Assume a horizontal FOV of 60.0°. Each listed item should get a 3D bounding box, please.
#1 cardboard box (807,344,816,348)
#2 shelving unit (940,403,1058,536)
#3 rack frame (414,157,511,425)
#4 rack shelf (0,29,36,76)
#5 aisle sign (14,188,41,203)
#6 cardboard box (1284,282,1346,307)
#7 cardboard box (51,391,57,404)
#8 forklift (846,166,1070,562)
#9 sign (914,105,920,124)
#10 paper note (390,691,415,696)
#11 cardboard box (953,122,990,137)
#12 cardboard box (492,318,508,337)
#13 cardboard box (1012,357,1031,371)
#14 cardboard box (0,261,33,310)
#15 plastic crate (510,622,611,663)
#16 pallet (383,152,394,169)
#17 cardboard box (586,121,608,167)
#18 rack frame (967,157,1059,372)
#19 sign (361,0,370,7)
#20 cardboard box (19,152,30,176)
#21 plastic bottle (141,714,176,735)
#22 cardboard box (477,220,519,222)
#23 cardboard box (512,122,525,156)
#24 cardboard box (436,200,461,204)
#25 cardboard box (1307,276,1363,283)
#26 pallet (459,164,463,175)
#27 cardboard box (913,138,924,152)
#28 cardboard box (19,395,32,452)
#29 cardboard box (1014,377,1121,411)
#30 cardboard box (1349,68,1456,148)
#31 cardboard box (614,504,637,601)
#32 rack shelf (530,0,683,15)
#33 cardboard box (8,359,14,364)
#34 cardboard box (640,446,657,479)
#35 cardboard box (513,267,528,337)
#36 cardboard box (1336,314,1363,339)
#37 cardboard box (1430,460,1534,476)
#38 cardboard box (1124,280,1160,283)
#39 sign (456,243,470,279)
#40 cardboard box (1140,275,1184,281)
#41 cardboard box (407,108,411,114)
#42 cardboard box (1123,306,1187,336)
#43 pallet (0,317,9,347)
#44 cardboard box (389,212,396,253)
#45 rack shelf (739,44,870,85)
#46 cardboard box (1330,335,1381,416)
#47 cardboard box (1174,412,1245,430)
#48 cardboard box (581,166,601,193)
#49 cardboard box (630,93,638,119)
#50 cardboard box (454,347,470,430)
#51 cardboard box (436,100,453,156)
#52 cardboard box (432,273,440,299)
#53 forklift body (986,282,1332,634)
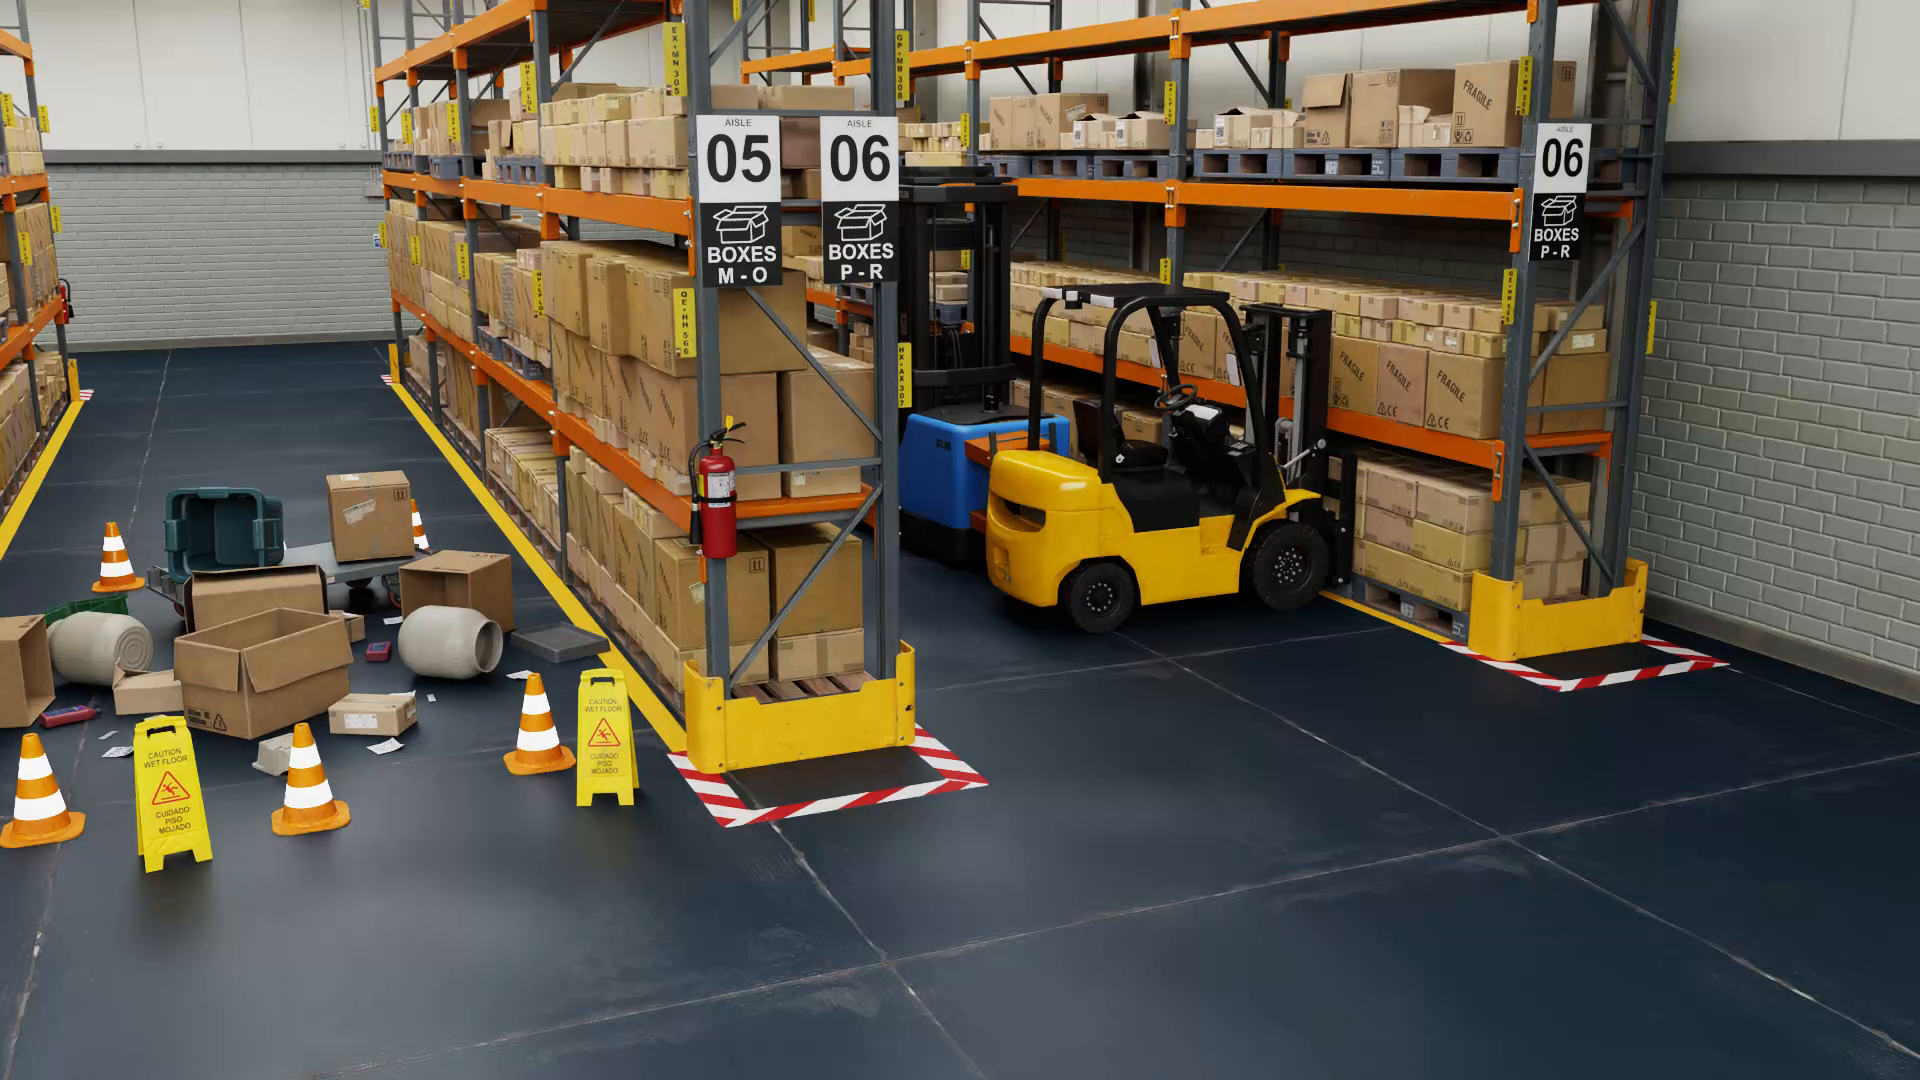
[{"bbox_3d":[-1.141,-0.887,9.669,0.500,0.500,0.500,-6,14,-24],"label":"cardboard box"},{"bbox_3d":[0.303,-0.363,12.358,0.538,1.125,1.048,-9,16,-19],"label":"shelving unit"},{"bbox_3d":[-5.597,-2.838,18.980,1.000,3.000,0.127,-6,14,-23],"label":"rack frame"},{"bbox_3d":[-10.893,-5.354,18.148,1.077,0.370,4.000,-6,14,-23],"label":"rack shelf"},{"bbox_3d":[-11.448,-4.505,20.417,0.394,0.787,0.004,-6,14,-23],"label":"aisle sign"},{"bbox_3d":[2.599,-1.792,12.141,0.380,0.149,0.250,-6,14,-23],"label":"cardboard box"},{"bbox_3d":[-10.708,-1.661,19.284,0.380,0.149,0.250,-5,14,-22],"label":"cardboard box"},{"bbox_3d":[-0.309,-1.551,13.572,1.130,2.935,3.031,-7,15,-29],"label":"forklift"},{"bbox_3d":[-0.543,-5.243,20.699,0.100,0.325,0.005,-6,14,-23],"label":"sign"},{"bbox_3d":[-3.195,0.889,9.487,0.148,0.019,0.142,-1,13,-4],"label":"paper note"},{"bbox_3d":[0.143,-4.232,17.141,0.380,0.149,0.250,-5,14,-21],"label":"cardboard box"},{"bbox_3d":[-3.793,-1.829,14.246,0.380,0.149,0.250,-6,14,-23],"label":"cardboard box"},{"bbox_3d":[0.629,-1.899,18.098,0.380,0.149,0.250,-5,14,-20],"label":"cardboard box"},{"bbox_3d":[-10.059,-2.689,17.453,0.500,0.500,0.500,-6,14,-24],"label":"cardboard box"},{"bbox_3d":[-2.514,0.636,10.446,0.402,0.080,0.583,-12,18,-42],"label":"plastic crate"},{"bbox_3d":[-6.892,-4.930,21.564,1.003,0.211,1.213,-6,14,-23],"label":"pallet"},{"bbox_3d":[-1.859,-2.288,9.625,0.500,0.250,0.500,-5,14,-22],"label":"cardboard box"},{"bbox_3d":[0.552,-2.461,17.349,1.000,3.000,0.127,-6,14,-23],"label":"rack frame"},{"bbox_3d":[-7.710,-7.071,21.540,0.100,0.325,0.005,-6,14,-23],"label":"sign"},{"bbox_3d":[-10.435,-4.090,18.069,0.500,0.250,0.500,-5,14,-21],"label":"cardboard box"},{"bbox_3d":[-4.314,0.994,8.941,0.133,0.061,0.283,-12,18,-42],"label":"plastic bottle"},{"bbox_3d":[-5.188,-3.304,18.555,0.500,0.500,0.500,-5,14,-21],"label":"cardboard box"},{"bbox_3d":[-3.160,-3.096,12.844,0.500,0.250,0.500,-5,14,-22],"label":"cardboard box"},{"bbox_3d":[-6.464,-4.248,21.194,0.380,0.149,0.250,-6,14,-23],"label":"cardboard box"},{"bbox_3d":[2.898,-1.950,12.823,0.380,0.149,0.250,-6,14,-24],"label":"cardboard box"},{"bbox_3d":[-5.184,-4.021,17.864,0.805,0.209,1.217,-6,14,-25],"label":"pallet"},{"bbox_3d":[-0.302,-4.363,18.364,0.380,0.149,0.250,-5,14,-21],"label":"cardboard box"},{"bbox_3d":[-9.359,-1.121,16.172,0.500,0.500,0.500,-6,14,-24],"label":"cardboard box"},{"bbox_3d":[1.058,-1.244,16.427,0.875,0.625,0.625,-5,14,-21],"label":"cardboard box"},{"bbox_3d":[3.038,-2.861,11.053,0.700,0.500,0.500,-6,14,-23],"label":"cardboard box"},{"bbox_3d":[-1.757,0.057,9.977,0.500,0.500,0.500,-6,14,-24],"label":"cardboard box"},{"bbox_3d":[-1.591,-3.343,9.458,1.077,0.370,4.000,-6,14,-23],"label":"rack shelf"},{"bbox_3d":[-11.575,-2.117,19.936,0.380,0.149,0.250,-5,14,-22],"label":"cardboard box"},{"bbox_3d":[-1.553,-0.442,9.184,0.380,0.149,0.250,-5,14,-22],"label":"cardboard box"},{"bbox_3d":[-3.188,-1.868,12.974,0.500,0.500,0.500,-5,14,-21],"label":"cardboard box"},{"bbox_3d":[2.825,-1.482,11.459,0.380,0.149,0.250,-6,14,-23],"label":"cardboard box"},{"bbox_3d":[3.534,-0.379,11.305,0.500,0.250,0.500,-6,14,-23],"label":"cardboard box"},{"bbox_3d":[1.644,-2.157,14.375,0.380,0.149,0.250,-6,14,-23],"label":"cardboard box"},{"bbox_3d":[-4.502,-2.525,15.059,0.100,0.325,0.005,-6,14,-23],"label":"sign"},{"bbox_3d":[1.854,-2.307,15.027,0.380,0.149,0.250,-6,14,-23],"label":"cardboard box"},{"bbox_3d":[-6.166,-4.879,19.762,0.797,0.503,0.637,-4,14,-19],"label":"cardboard box"},{"bbox_3d":[1.724,-1.883,14.078,0.500,0.250,0.500,-6,14,-24],"label":"cardboard box"},{"bbox_3d":[-9.320,-1.855,15.160,1.003,0.211,1.213,-6,14,-23],"label":"pallet"},{"bbox_3d":[-7.054,-3.969,21.428,0.500,0.500,0.500,-6,14,-24],"label":"cardboard box"},{"bbox_3d":[-1.851,-6.271,22.110,1.077,0.370,4.000,-6,14,-23],"label":"rack shelf"},{"bbox_3d":[2.914,-1.148,11.458,0.500,0.500,0.500,-6,14,-24],"label":"cardboard box"},{"bbox_3d":[2.061,-0.858,13.374,0.500,0.250,0.500,-6,14,-24],"label":"cardboard box"},{"bbox_3d":[-2.056,-2.163,9.969,0.380,0.149,0.250,-6,14,-24],"label":"cardboard box"},{"bbox_3d":[-1.609,-2.402,9.232,0.380,0.149,0.250,-6,14,-25],"label":"cardboard box"},{"bbox_3d":[-4.906,-1.701,17.846,0.875,0.875,0.875,-5,14,-21],"label":"cardboard box"},{"bbox_3d":[-4.565,-3.914,15.822,0.700,0.500,0.500,-6,15,-26],"label":"cardboard box"},{"bbox_3d":[-5.266,-2.680,17.522,0.500,0.250,0.500,-5,14,-22],"label":"cardboard box"},{"bbox_3d":[1.326,-0.621,11.284,2.313,2.155,1.214,-6,14,-23],"label":"forklift body"}]
